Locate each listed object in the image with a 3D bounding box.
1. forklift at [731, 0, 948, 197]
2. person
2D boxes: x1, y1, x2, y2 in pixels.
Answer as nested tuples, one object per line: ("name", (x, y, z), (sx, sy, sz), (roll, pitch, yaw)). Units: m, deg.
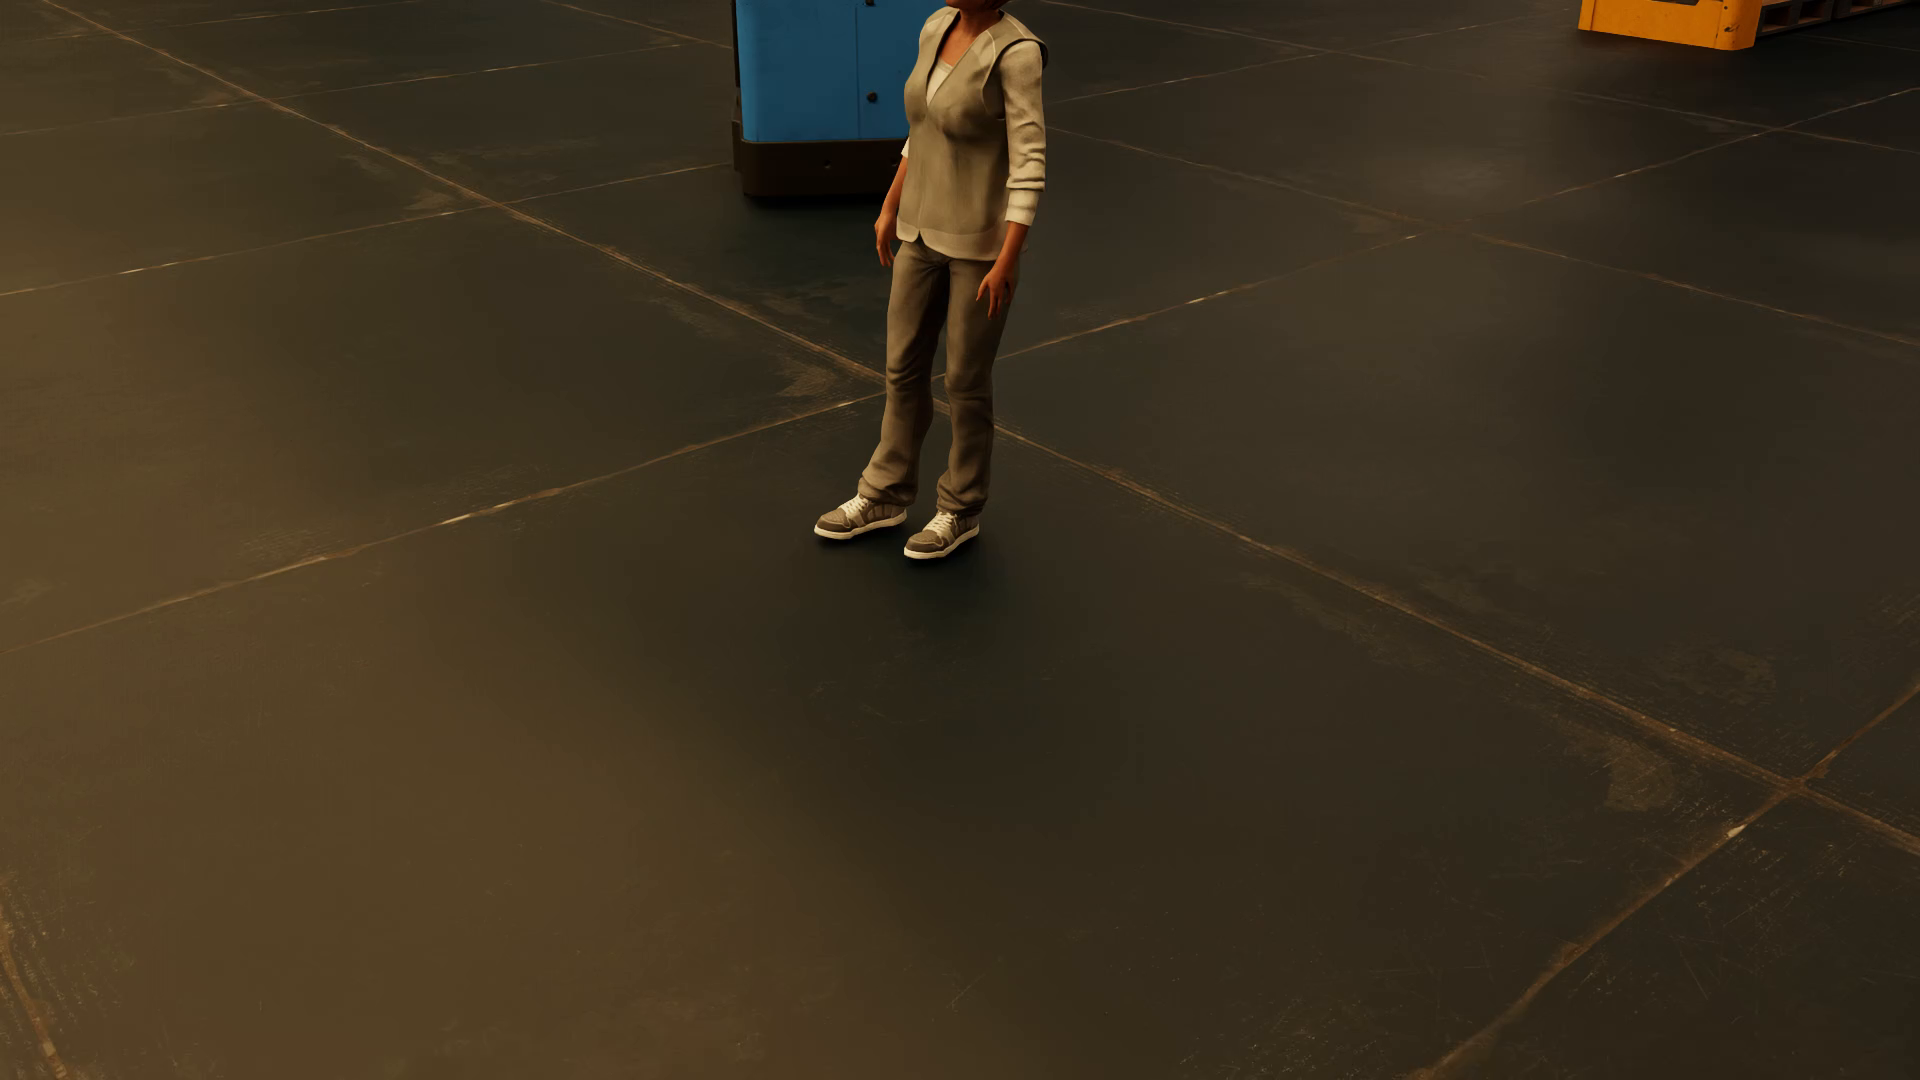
("forklift", (-0.631, -3.473, 8.204), (1.130, 2.935, 3.031), (-3, 27, -6))
("person", (-0.066, -0.706, 4.111), (0.475, 1.597, 0.520), (-20, 33, -35))
